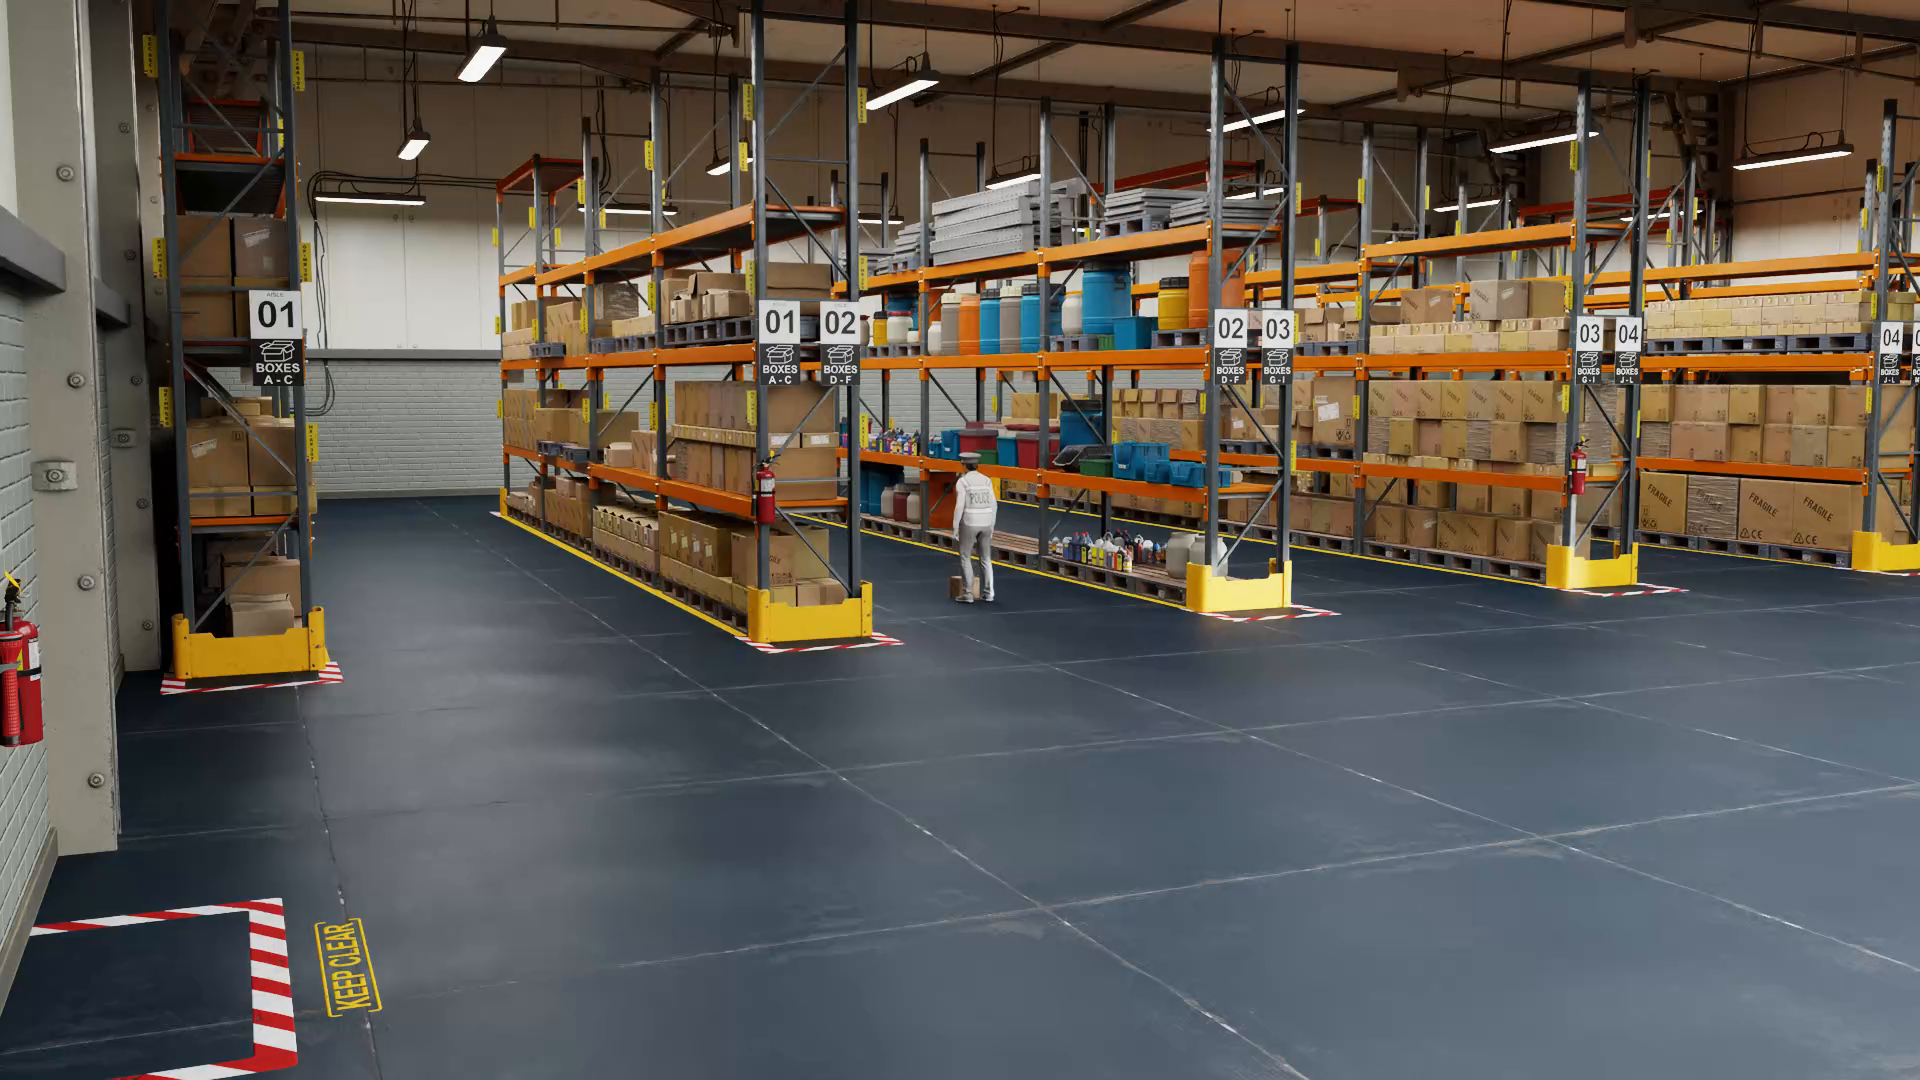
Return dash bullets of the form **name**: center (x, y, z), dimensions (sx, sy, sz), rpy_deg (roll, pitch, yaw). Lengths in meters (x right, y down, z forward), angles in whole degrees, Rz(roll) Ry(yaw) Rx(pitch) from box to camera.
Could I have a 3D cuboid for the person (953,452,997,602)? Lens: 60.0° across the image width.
- **person**: center (0.156, -0.138, 18.428), dimensions (0.531, 1.662, 0.375), rpy_deg (-3, 6, -26)
